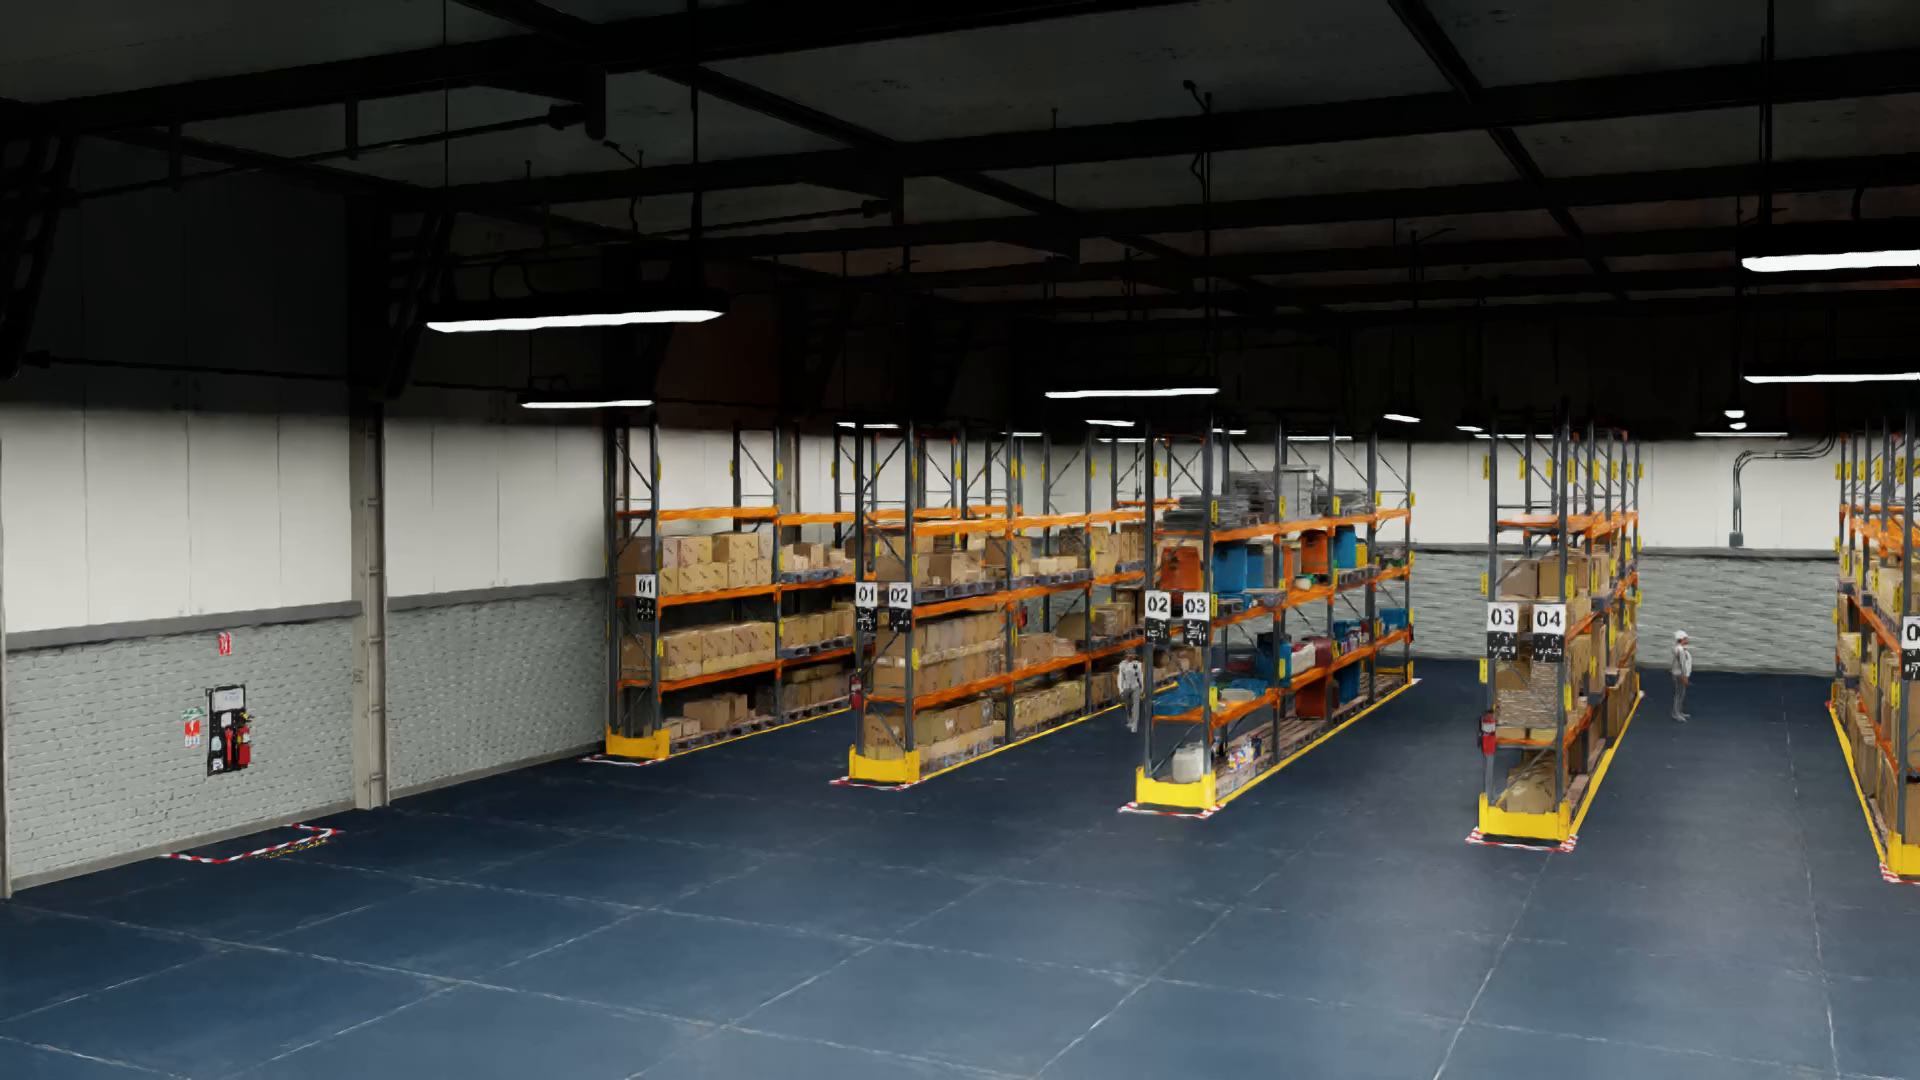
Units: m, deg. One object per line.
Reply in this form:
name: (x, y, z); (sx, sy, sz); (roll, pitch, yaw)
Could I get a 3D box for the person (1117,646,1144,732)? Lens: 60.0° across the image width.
person: (3.265, 2.835, 31.892); (0.480, 1.616, 0.995); (1, 3, 17)

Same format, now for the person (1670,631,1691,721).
person: (14.440, 2.697, 33.278); (0.391, 1.775, 0.627); (1, 2, 13)
